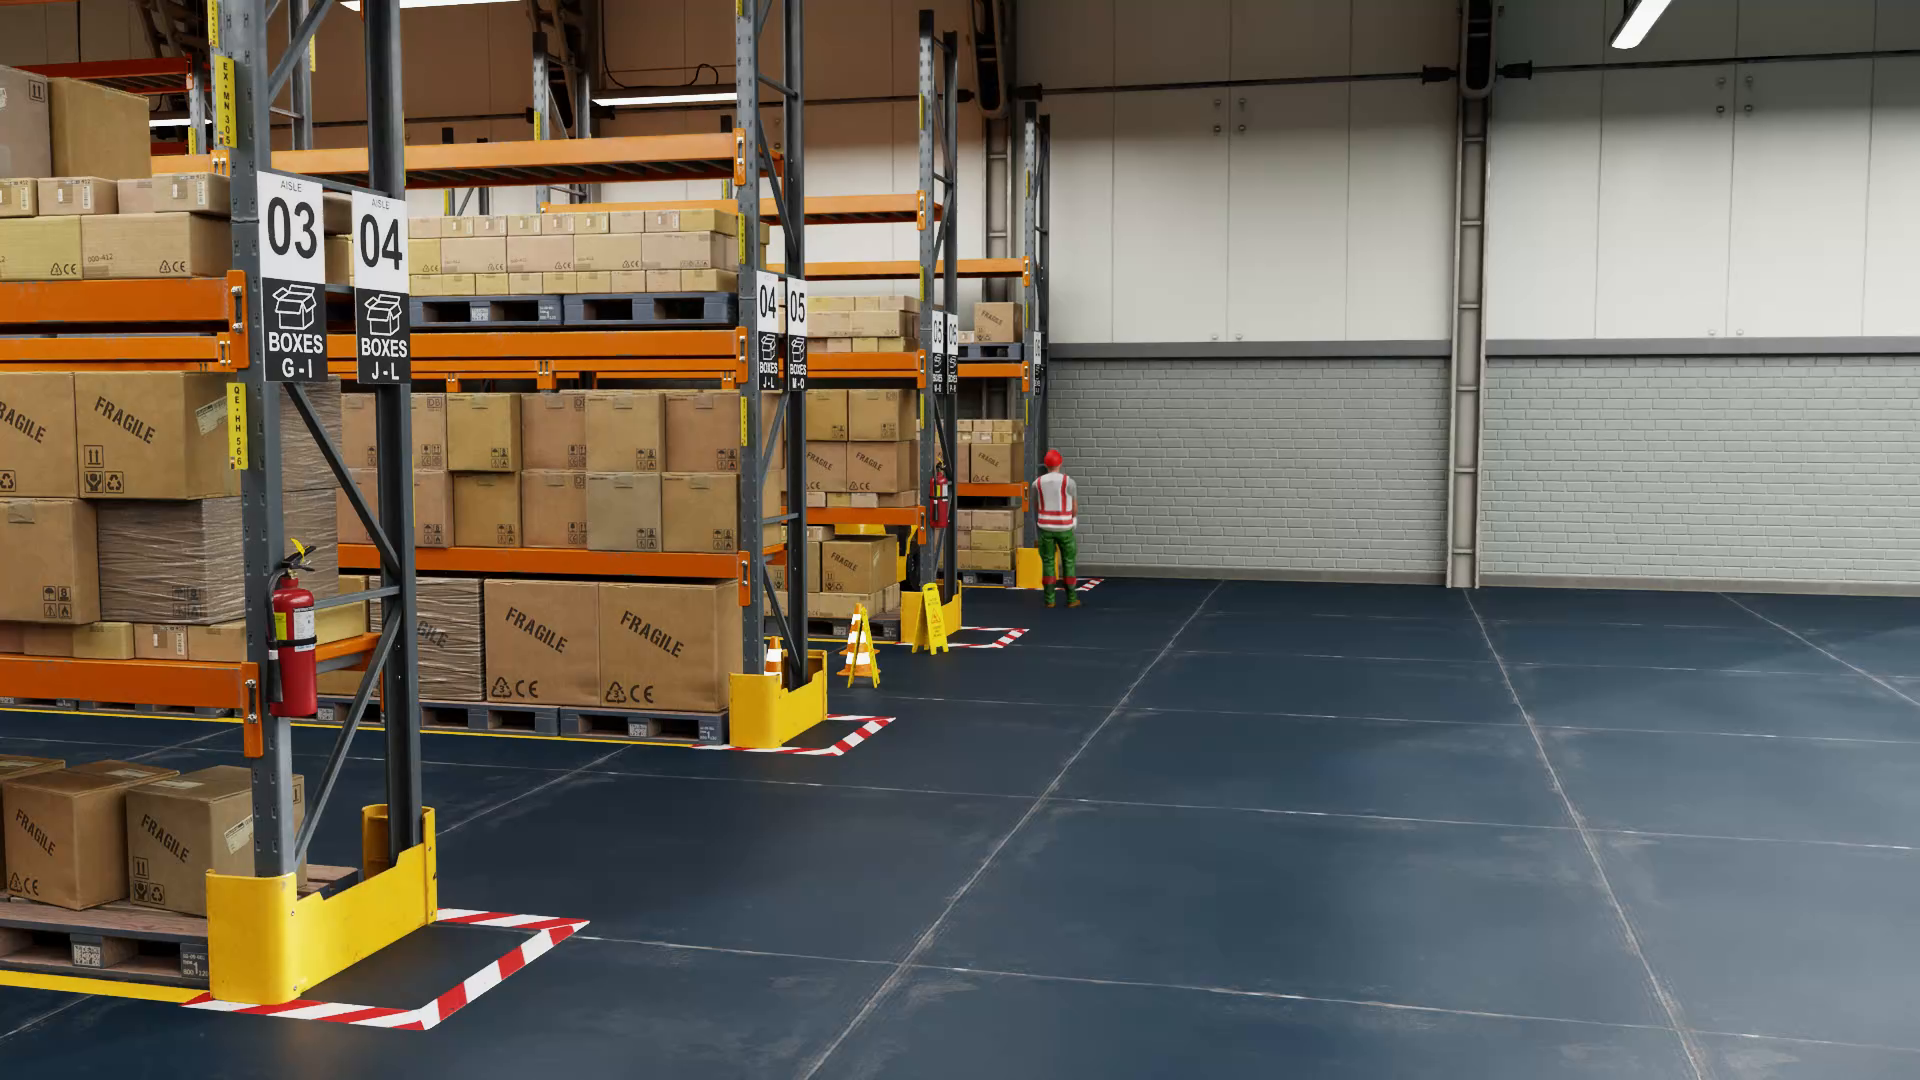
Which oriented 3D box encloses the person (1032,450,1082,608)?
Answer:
[{"bbox_3d":[1.098,-0.133,18.891,0.533,1.793,0.526,1,5,14],"label":"person"}]
